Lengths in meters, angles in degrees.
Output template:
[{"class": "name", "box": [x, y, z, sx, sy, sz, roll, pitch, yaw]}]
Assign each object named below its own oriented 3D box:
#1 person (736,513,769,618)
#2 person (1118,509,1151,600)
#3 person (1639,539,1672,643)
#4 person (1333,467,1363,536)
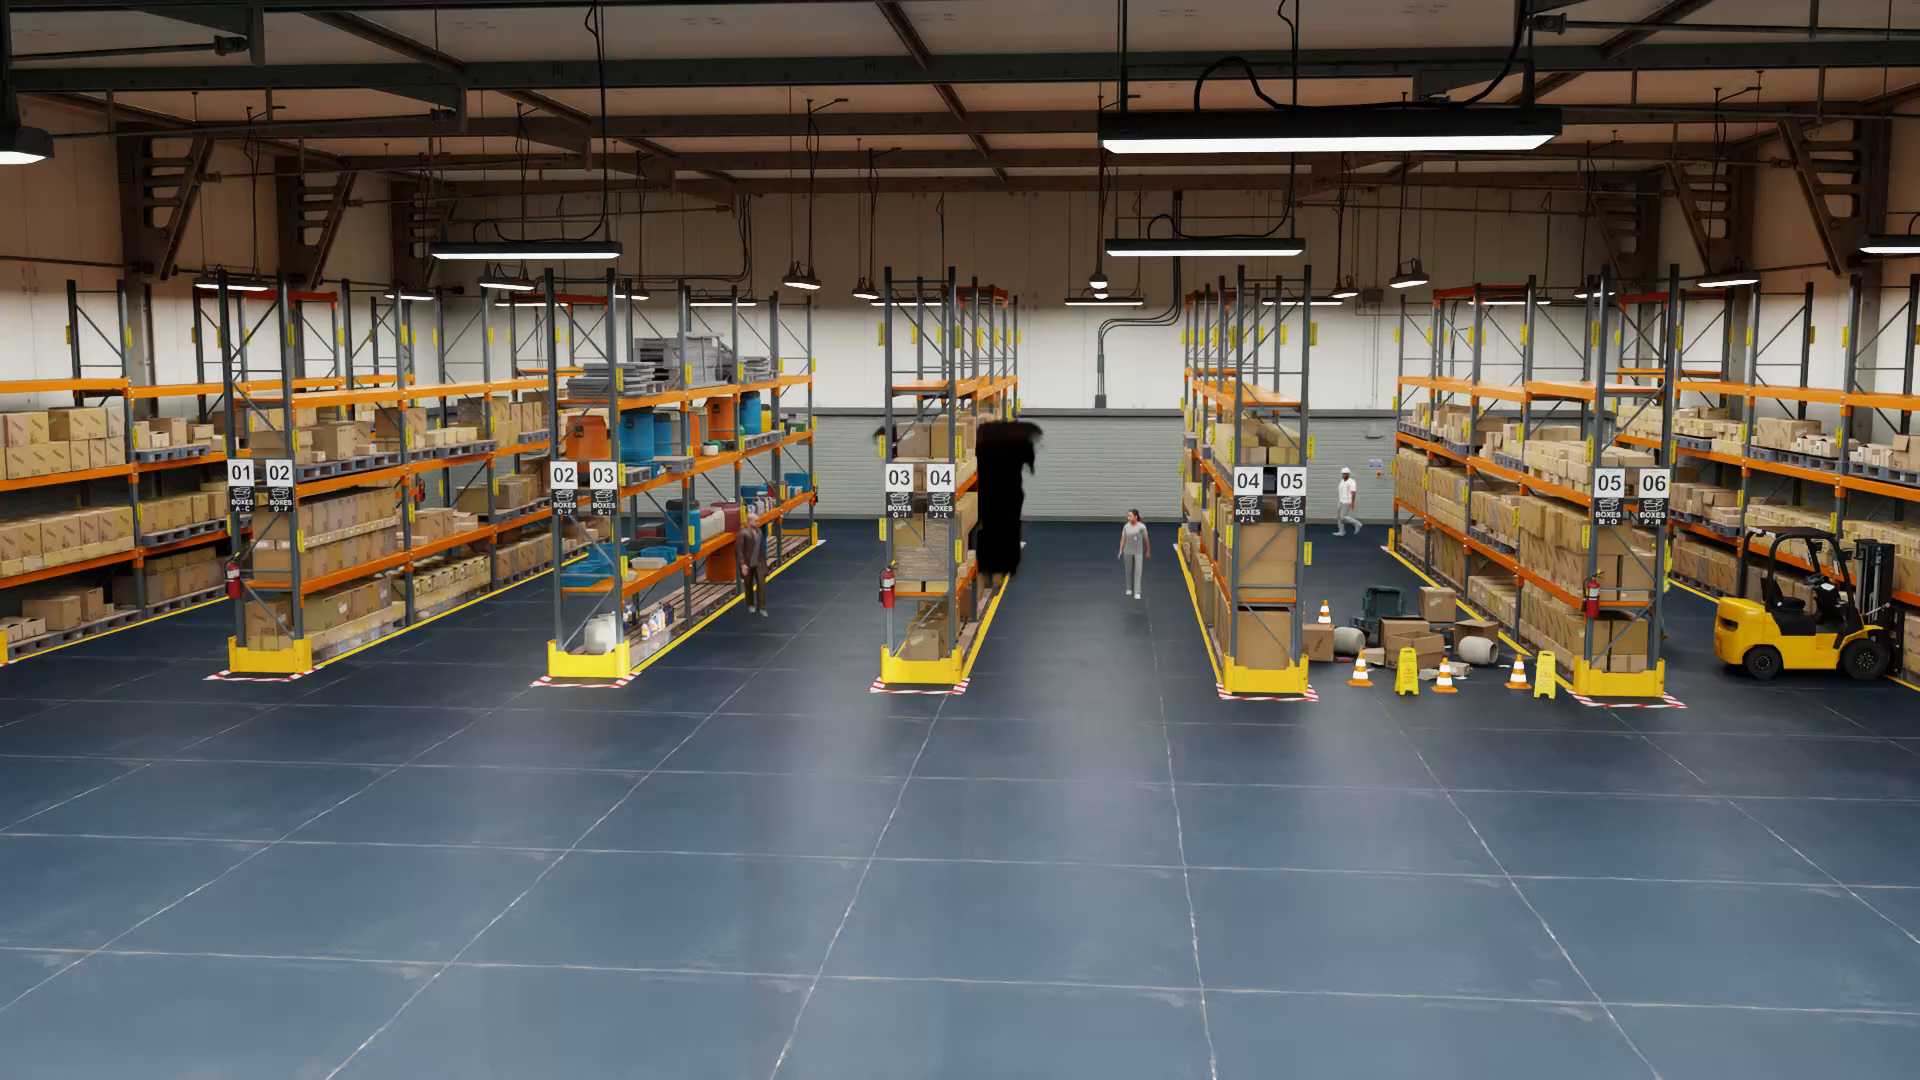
[{"class": "person", "box": [-3.511, 0.409, 28.129, 0.552, 1.739, 1.029, -1, 7, -8]}, {"class": "person", "box": [3.158, 0.239, 30.106, 0.587, 1.622, 1.010, 1, 7, 6]}, {"class": "person", "box": [11.399, 0.842, 27.375, 0.614, 1.768, 0.573, -5, 9, -37]}, {"class": "person", "box": [9.773, -0.964, 41.954, 0.697, 1.744, 0.611, 0, 7, -1]}]
